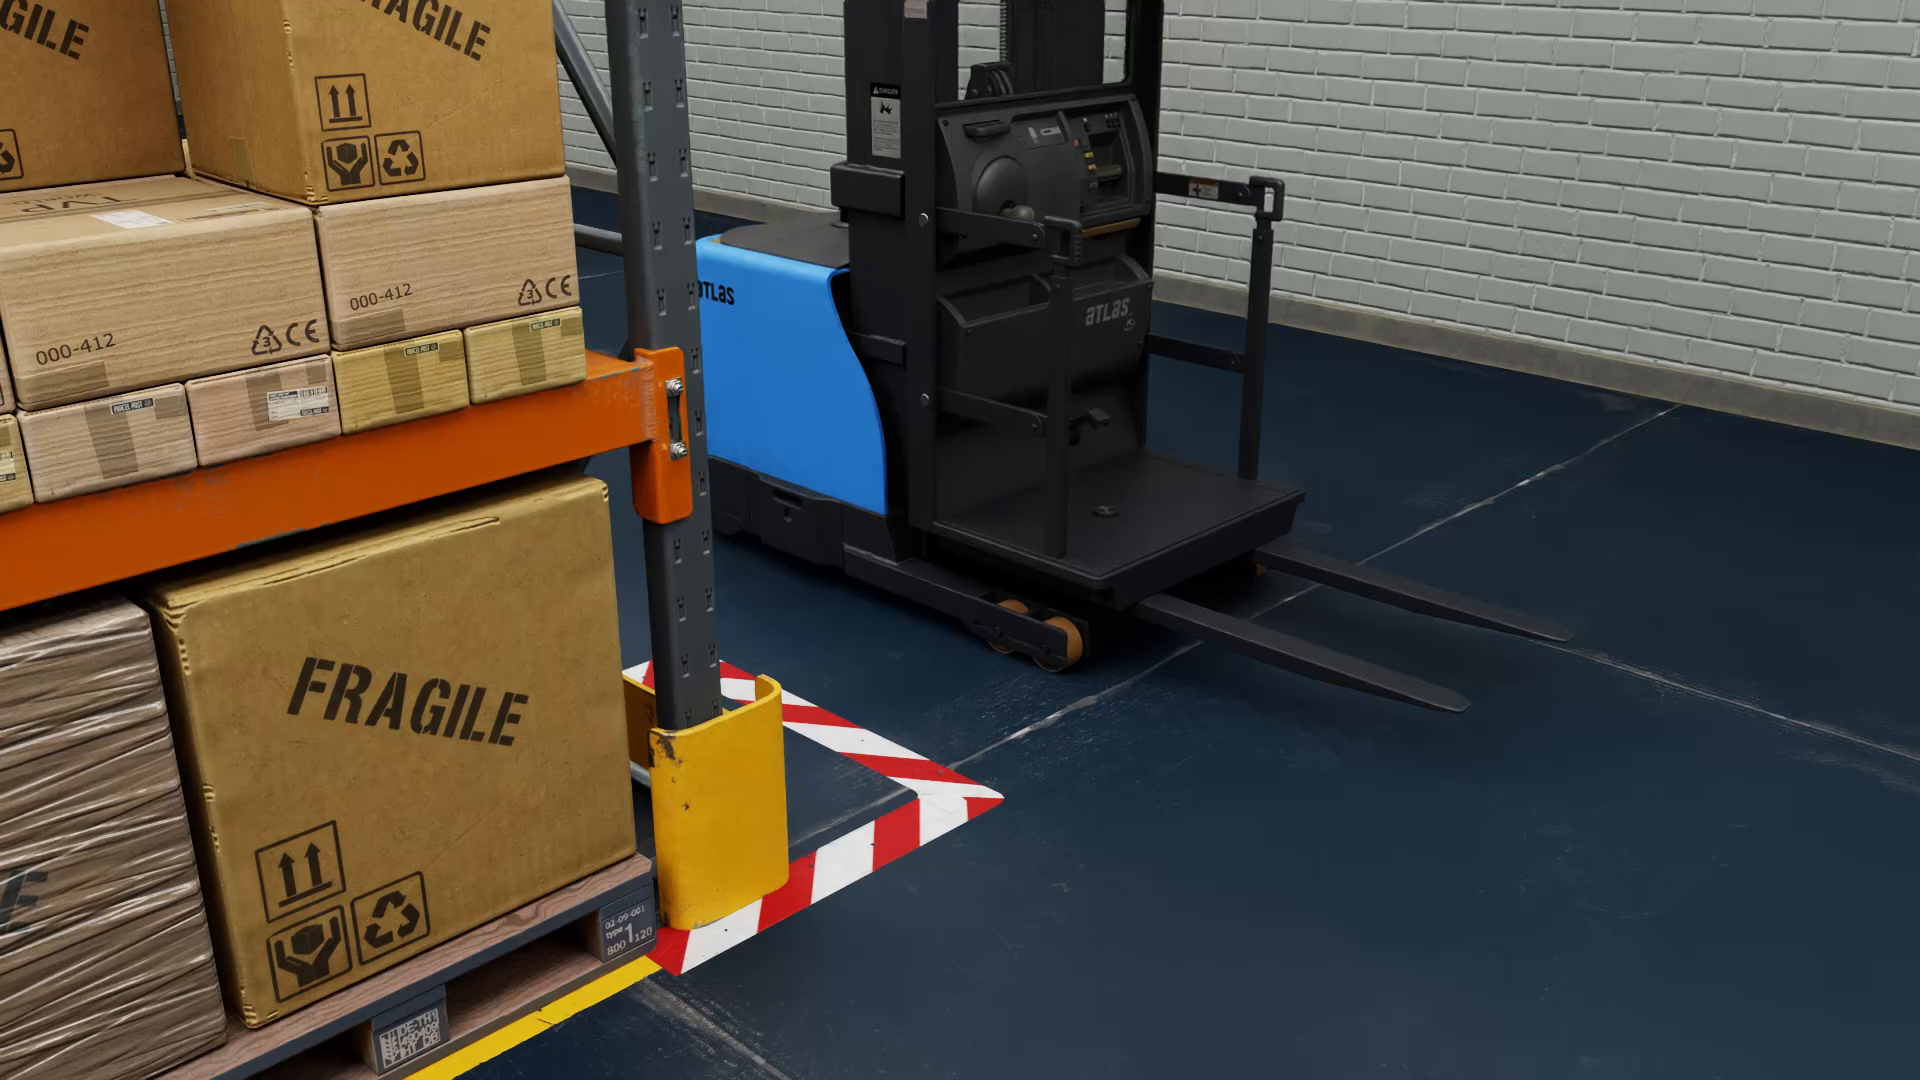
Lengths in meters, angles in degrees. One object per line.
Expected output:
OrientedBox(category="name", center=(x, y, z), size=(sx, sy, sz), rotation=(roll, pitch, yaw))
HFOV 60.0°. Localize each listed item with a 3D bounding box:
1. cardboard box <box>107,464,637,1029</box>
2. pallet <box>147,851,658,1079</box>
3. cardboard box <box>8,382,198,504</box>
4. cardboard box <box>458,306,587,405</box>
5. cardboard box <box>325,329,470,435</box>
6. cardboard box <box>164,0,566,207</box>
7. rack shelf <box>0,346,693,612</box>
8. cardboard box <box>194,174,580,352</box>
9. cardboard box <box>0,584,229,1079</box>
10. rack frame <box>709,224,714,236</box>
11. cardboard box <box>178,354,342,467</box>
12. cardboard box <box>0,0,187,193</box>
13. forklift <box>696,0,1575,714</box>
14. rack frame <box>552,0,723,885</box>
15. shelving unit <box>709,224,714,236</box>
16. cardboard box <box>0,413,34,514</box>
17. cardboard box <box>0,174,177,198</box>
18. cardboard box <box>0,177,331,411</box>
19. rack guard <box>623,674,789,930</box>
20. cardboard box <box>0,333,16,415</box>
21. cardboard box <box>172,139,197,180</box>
OrientedBox(category="cardboard box", center=(-1.326, 0.291, 3.513), size=(0.875, 0.875, 0.875), rotation=(19, 28, 41))
OrientedBox(category="pallet", center=(-1.438, 0.838, 3.601), size=(1.003, 0.211, 1.213), rotation=(19, 28, 41))
OrientedBox(category="cardboard box", center=(-1.481, -0.202, 2.770), size=(0.250, 0.149, 0.380), rotation=(-20, 28, -41))
OrientedBox(category="cardboard box", center=(-0.949, -0.398, 3.279), size=(0.250, 0.149, 0.380), rotation=(-20, 28, -41))
OrientedBox(category="cardboard box", center=(-1.129, -0.331, 3.104), size=(0.380, 0.149, 0.250), rotation=(20, 28, 41))
OrientedBox(category="cardboard box", center=(-1.088, -0.917, 3.029), size=(0.500, 0.500, 0.500), rotation=(20, 29, 41))
OrientedBox(category="rack shelf", center=(-2.332, 0.161, 2.478), size=(1.077, 0.370, 4.000), rotation=(19, 28, 41))
OrientedBox(category="cardboard box", center=(-1.084, -0.567, 3.163), size=(0.500, 0.250, 0.500), rotation=(19, 28, 40))
OrientedBox(category="cardboard box", center=(-1.960, 0.525, 2.904), size=(0.875, 0.875, 0.875), rotation=(19, 28, 41))
OrientedBox(category="rack frame", center=(-1.019, -0.683, 6.387), size=(0.200, 1.050, 0.008), rotation=(-4, 21, -11))
OrientedBox(category="cardboard box", center=(-1.306, -0.266, 2.936), size=(0.380, 0.149, 0.250), rotation=(19, 28, 41))
OrientedBox(category="cardboard box", center=(-1.813, -0.924, 3.046), size=(0.500, 0.500, 0.500), rotation=(18, 28, 39))
OrientedBox(category="forklift", center=(0.435, -1.178, 5.053), size=(3.031, 2.935, 1.130), rotation=(19, 28, 40))
OrientedBox(category="rack frame", center=(-0.936, -0.689, 3.687), size=(1.000, 3.000, 0.127), rotation=(19, 28, 41))
OrientedBox(category="shelving unit", center=(-0.995, -0.640, 6.275), size=(0.215, 1.050, 0.252), rotation=(-4, 21, -11))
OrientedBox(category="cardboard box", center=(-1.660, -0.135, 2.595), size=(0.380, 0.149, 0.250), rotation=(18, 28, 39))
OrientedBox(category="cardboard box", center=(-1.823, -0.567, 3.163), size=(0.500, 0.250, 0.500), rotation=(19, 28, 40))
OrientedBox(category="cardboard box", center=(-1.439, -0.437, 2.825), size=(0.500, 0.250, 0.500), rotation=(19, 28, 40))
OrientedBox(category="rack guard", center=(-0.920, 0.471, 4.151), size=(1.175, 0.500, 0.348), rotation=(19, 28, 41))
OrientedBox(category="cardboard box", center=(-1.793, -0.306, 2.484), size=(0.500, 0.250, 0.500), rotation=(18, 27, 39))
OrientedBox(category="cardboard box", center=(-1.465, -0.702, 3.515), size=(0.500, 0.250, 0.500), rotation=(18, 28, 39))
